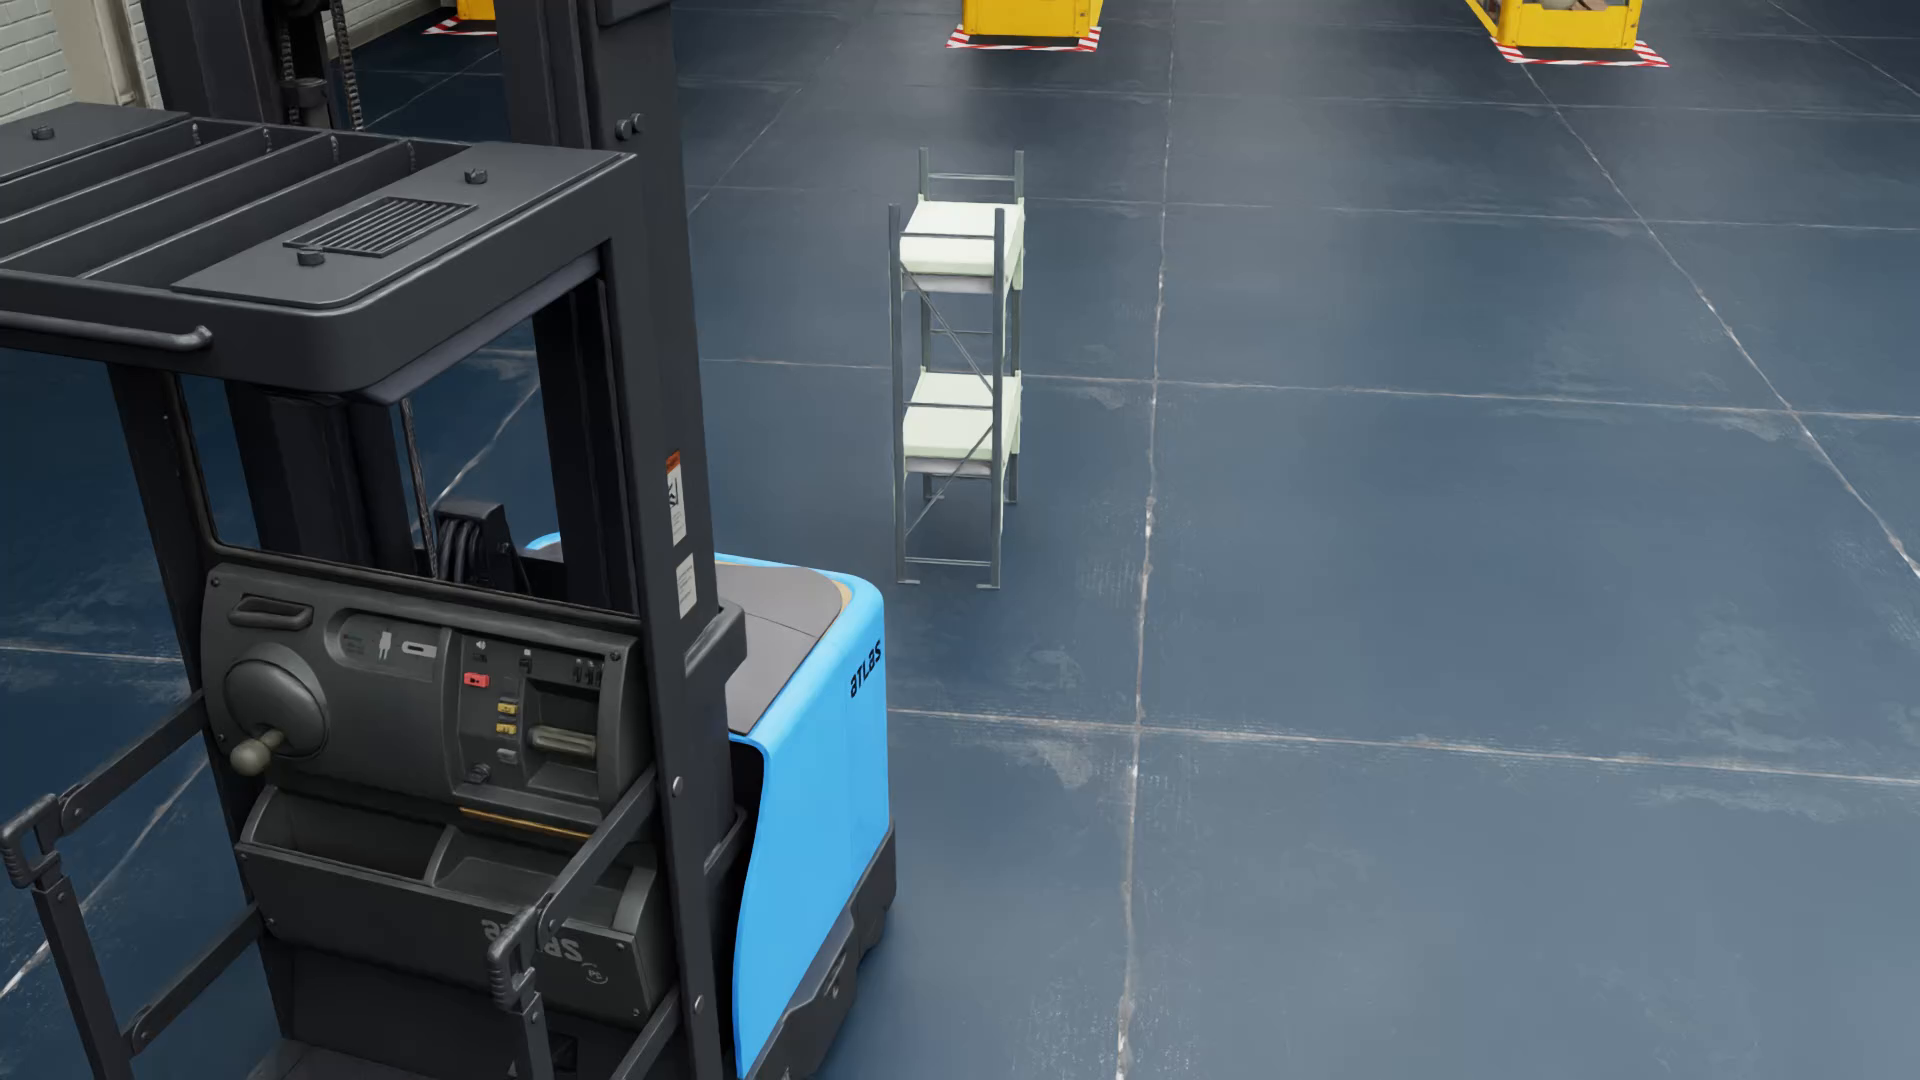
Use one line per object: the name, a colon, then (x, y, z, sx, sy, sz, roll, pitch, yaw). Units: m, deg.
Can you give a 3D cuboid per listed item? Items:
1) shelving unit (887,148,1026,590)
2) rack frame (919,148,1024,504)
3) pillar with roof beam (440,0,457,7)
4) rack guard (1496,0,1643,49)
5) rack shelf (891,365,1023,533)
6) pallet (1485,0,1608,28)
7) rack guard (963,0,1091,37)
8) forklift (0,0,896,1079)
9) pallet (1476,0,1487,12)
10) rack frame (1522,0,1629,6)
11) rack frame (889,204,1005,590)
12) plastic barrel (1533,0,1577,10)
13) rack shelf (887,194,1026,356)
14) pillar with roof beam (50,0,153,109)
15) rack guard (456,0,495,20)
shelving unit: (-0.001, -0.657, 6.388, 0.431, 1.500, 0.755, 3, 28, 6)
rack frame: (0.044, -0.829, 6.708, 0.400, 1.500, 0.023, 3, 28, 6)
pillar with roof beam: (-0.792, -9.150, 14.246, 9.100, 9.000, 0.400, 3, 28, 6)
rack guard: (5.503, -4.741, 15.024, 1.175, 0.500, 0.348, 3, 28, 6)
rack shelf: (-0.001, -0.370, 6.543, 0.431, 0.370, 0.720, 3, 28, 6)
pallet: (5.608, -4.996, 15.802, 1.003, 0.211, 1.213, 3, 28, 6)
rack guard: (0.622, -4.981, 15.469, 1.175, 0.500, 0.348, 3, 28, 6)
forklift: (-1.121, 0.347, 3.015, 1.130, 2.935, 3.031, 9, 30, 16)
pallet: (5.760, -5.569, 16.865, 1.003, 0.211, 1.213, 3, 28, 6)
rack frame: (5.541, -5.803, 14.360, 1.000, 3.000, 0.127, 3, 28, 6)
rack frame: (-0.046, -0.485, 6.069, 0.400, 1.500, 0.023, 3, 28, 6)
plastic barrel: (5.546, -5.207, 15.433, 0.421, 0.512, 0.421, 0, 28, 0)
rack shelf: (-0.001, -1.001, 6.203, 0.431, 0.370, 0.720, 3, 28, 6)
pillar with roof beam: (-1.527, -6.326, 9.004, 9.100, 9.000, 0.400, 3, 28, 6)
rack guard: (-4.282, -5.314, 16.087, 1.175, 0.500, 0.348, 3, 28, 6)
